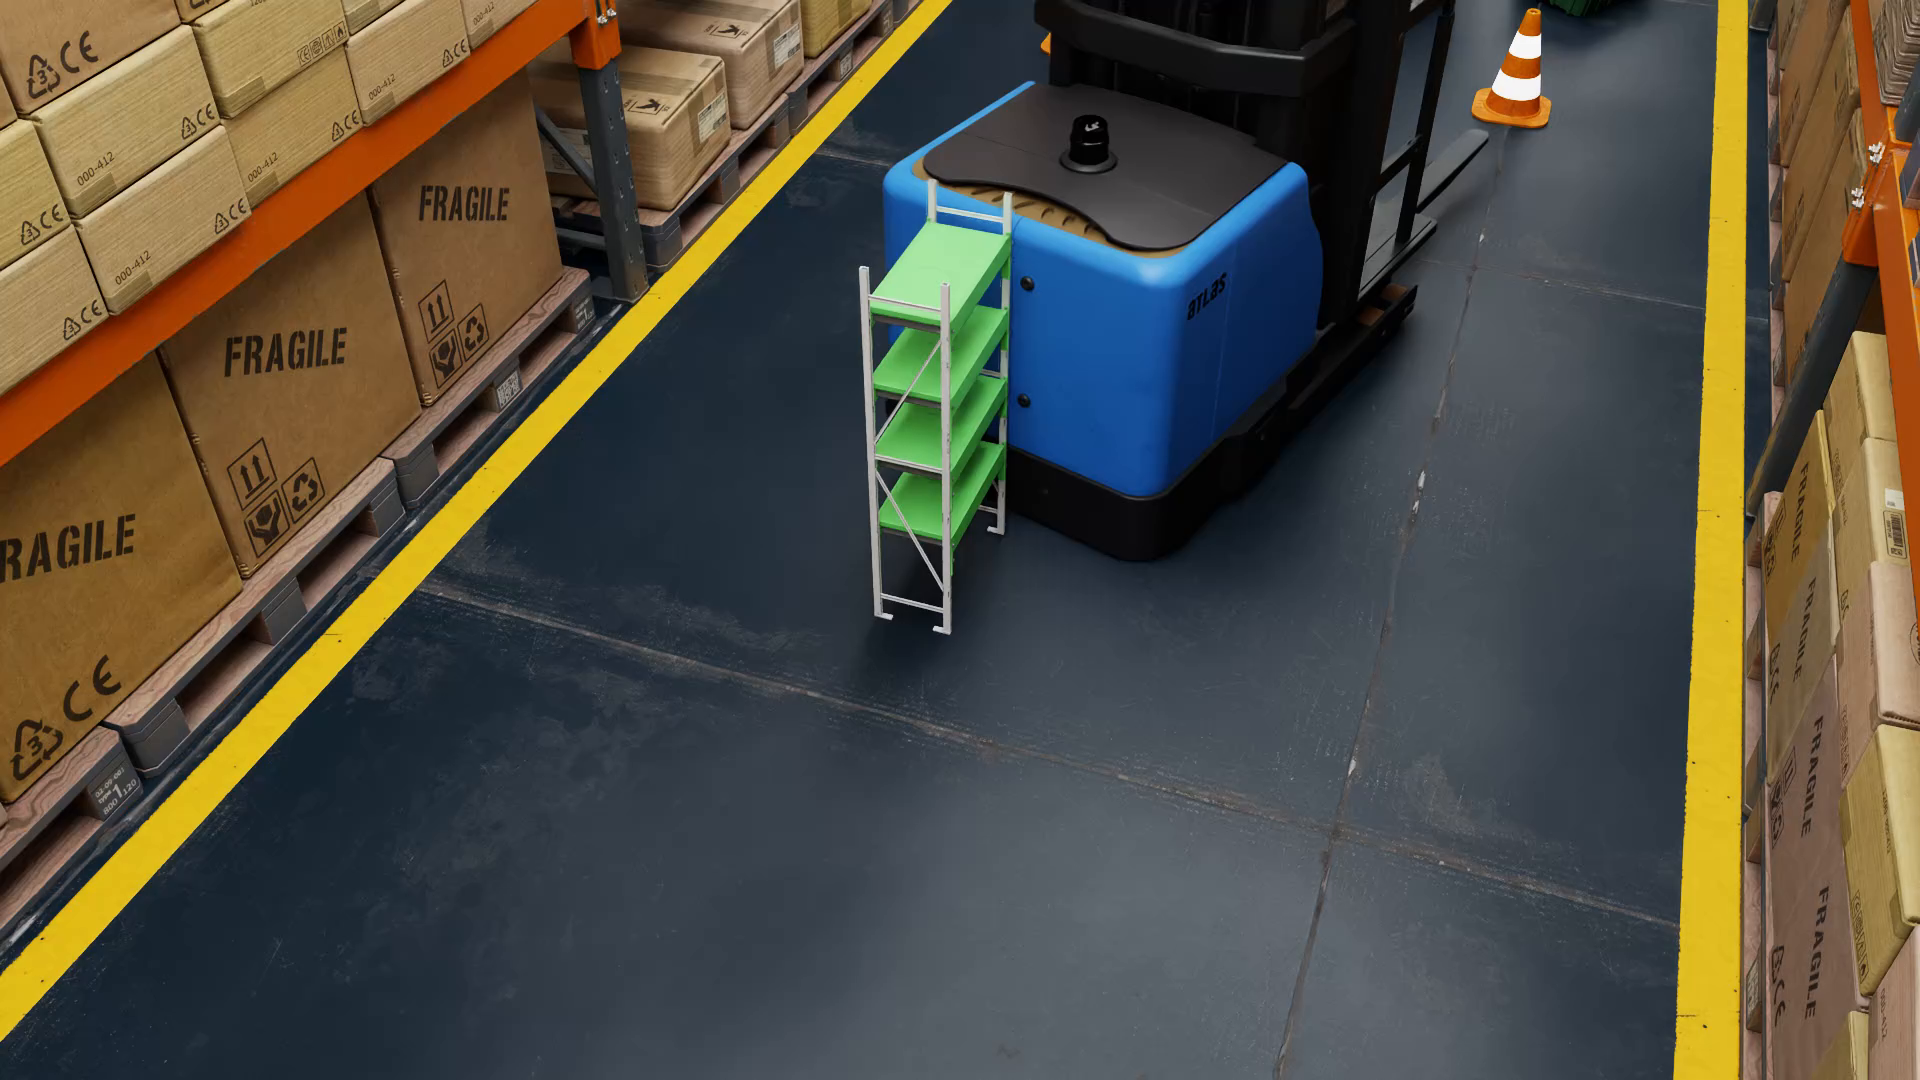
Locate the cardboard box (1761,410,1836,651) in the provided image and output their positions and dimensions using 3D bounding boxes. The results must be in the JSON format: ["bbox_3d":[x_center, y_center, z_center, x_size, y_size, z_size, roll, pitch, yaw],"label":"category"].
[{"bbox_3d":[2.526,0.030,4.507,0.500,0.500,0.500,12,42,13],"label":"cardboard box"}]

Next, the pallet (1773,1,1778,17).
[{"bbox_3d":[4.709,-2.962,8.559,1.003,0.211,1.213,13,42,15],"label":"pallet"}]

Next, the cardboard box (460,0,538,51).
[{"bbox_3d":[-1.608,-1.750,5.106,0.500,0.250,0.500,12,42,14],"label":"cardboard box"}]

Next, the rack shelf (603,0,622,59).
[{"bbox_3d":[-0.995,-3.120,7.150,1.077,0.370,4.000,13,42,15],"label":"rack shelf"}]

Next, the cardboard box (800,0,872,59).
[{"bbox_3d":[-0.967,-2.589,7.675,0.950,0.372,0.625,15,43,17],"label":"cardboard box"}]

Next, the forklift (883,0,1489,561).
[{"bbox_3d":[1.030,-1.964,5.293,1.130,2.935,3.031,25,47,27],"label":"forklift"}]

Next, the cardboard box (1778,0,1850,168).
[{"bbox_3d":[3.914,-1.894,6.569,1.050,0.750,0.750,13,42,15],"label":"cardboard box"}]

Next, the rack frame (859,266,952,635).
[{"bbox_3d":[-0.140,-0.207,4.568,0.240,1.200,0.015,13,42,15],"label":"rack frame"}]

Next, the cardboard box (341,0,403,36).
[{"bbox_3d":[-1.778,-1.641,4.593,0.500,0.250,0.500,12,42,14],"label":"cardboard box"}]

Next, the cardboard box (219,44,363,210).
[{"bbox_3d":[-1.955,-1.132,4.381,0.500,0.250,0.500,13,42,15],"label":"cardboard box"}]

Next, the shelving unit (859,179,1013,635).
[{"bbox_3d":[-0.057,-0.355,4.742,0.258,1.200,0.503,13,42,15],"label":"shelving unit"}]

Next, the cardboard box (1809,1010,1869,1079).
[{"bbox_3d":[1.832,1.274,3.048,0.500,0.500,0.500,12,42,14],"label":"cardboard box"}]

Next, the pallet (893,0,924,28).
[{"bbox_3d":[-0.576,-3.077,8.694,1.003,0.211,1.213,13,42,15],"label":"pallet"}]

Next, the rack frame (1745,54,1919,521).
[{"bbox_3d":[3.007,-1.136,4.271,1.000,3.000,0.127,13,42,15],"label":"rack frame"}]

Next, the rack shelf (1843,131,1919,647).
[{"bbox_3d":[2.323,0.357,3.075,1.077,0.370,4.000,13,42,15],"label":"rack shelf"}]

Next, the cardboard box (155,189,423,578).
[{"bbox_3d":[-2.302,-0.579,4.931,0.875,0.875,0.875,14,42,16],"label":"cardboard box"}]

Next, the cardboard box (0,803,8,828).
[{"bbox_3d":[-2.910,0.519,3.644,0.875,0.875,0.875,15,43,16],"label":"cardboard box"}]

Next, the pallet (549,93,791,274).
[{"bbox_3d":[-1.410,-1.589,6.950,1.003,0.211,1.213,13,42,15],"label":"pallet"}]

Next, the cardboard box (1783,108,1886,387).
[{"bbox_3d":[3.300,-0.792,5.277,1.050,0.750,0.750,13,42,14],"label":"cardboard box"}]

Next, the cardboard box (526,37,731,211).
[{"bbox_3d":[-1.476,-1.676,6.604,0.950,0.372,0.625,11,42,12],"label":"cardboard box"}]

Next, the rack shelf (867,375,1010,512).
[{"bbox_3d":[-0.057,-0.307,4.784,0.258,0.148,0.480,13,42,15],"label":"rack shelf"}]

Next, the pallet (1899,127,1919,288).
[{"bbox_3d":[2.864,-0.605,3.796,1.213,0.211,1.003,13,42,15],"label":"pallet"}]

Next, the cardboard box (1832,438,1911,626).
[{"bbox_3d":[2.371,0.046,3.910,0.500,0.250,0.500,13,42,15],"label":"cardboard box"}]

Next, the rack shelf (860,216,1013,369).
[{"bbox_3d":[-0.057,-0.672,4.472,0.258,0.148,0.480,13,42,15],"label":"rack shelf"}]

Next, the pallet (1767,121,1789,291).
[{"bbox_3d":[3.766,-1.281,6.589,1.003,0.211,1.213,13,42,15],"label":"pallet"}]

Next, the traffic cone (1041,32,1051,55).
[{"bbox_3d":[0.580,-2.581,7.919,0.336,0.463,0.334,13,42,15],"label":"traffic cone"}]

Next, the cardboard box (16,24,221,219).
[{"bbox_3d":[-2.111,-1.008,3.850,0.500,0.250,0.500,12,42,14],"label":"cardboard box"}]

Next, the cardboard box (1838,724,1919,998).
[{"bbox_3d":[2.012,0.663,3.187,0.500,0.250,0.500,12,42,13],"label":"cardboard box"}]

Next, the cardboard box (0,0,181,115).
[{"bbox_3d":[-2.134,-1.295,3.610,0.500,0.500,0.500,13,42,14],"label":"cardboard box"}]

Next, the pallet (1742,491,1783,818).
[{"bbox_3d":[2.739,0.401,4.618,1.003,0.211,1.213,13,42,15],"label":"pallet"}]

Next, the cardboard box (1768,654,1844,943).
[{"bbox_3d":[2.186,0.651,3.778,0.500,0.500,0.500,12,42,14],"label":"cardboard box"}]

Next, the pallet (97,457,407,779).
[{"bbox_3d":[-2.438,0.093,4.978,1.003,0.211,1.213,13,42,15],"label":"pallet"}]

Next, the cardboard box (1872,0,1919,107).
[{"bbox_3d":[2.909,-1.509,4.630,0.500,0.500,0.500,13,42,15],"label":"cardboard box"}]

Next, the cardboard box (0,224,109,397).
[{"bbox_3d":[-2.283,-0.511,3.654,0.500,0.250,0.500,13,42,15],"label":"cardboard box"}]
